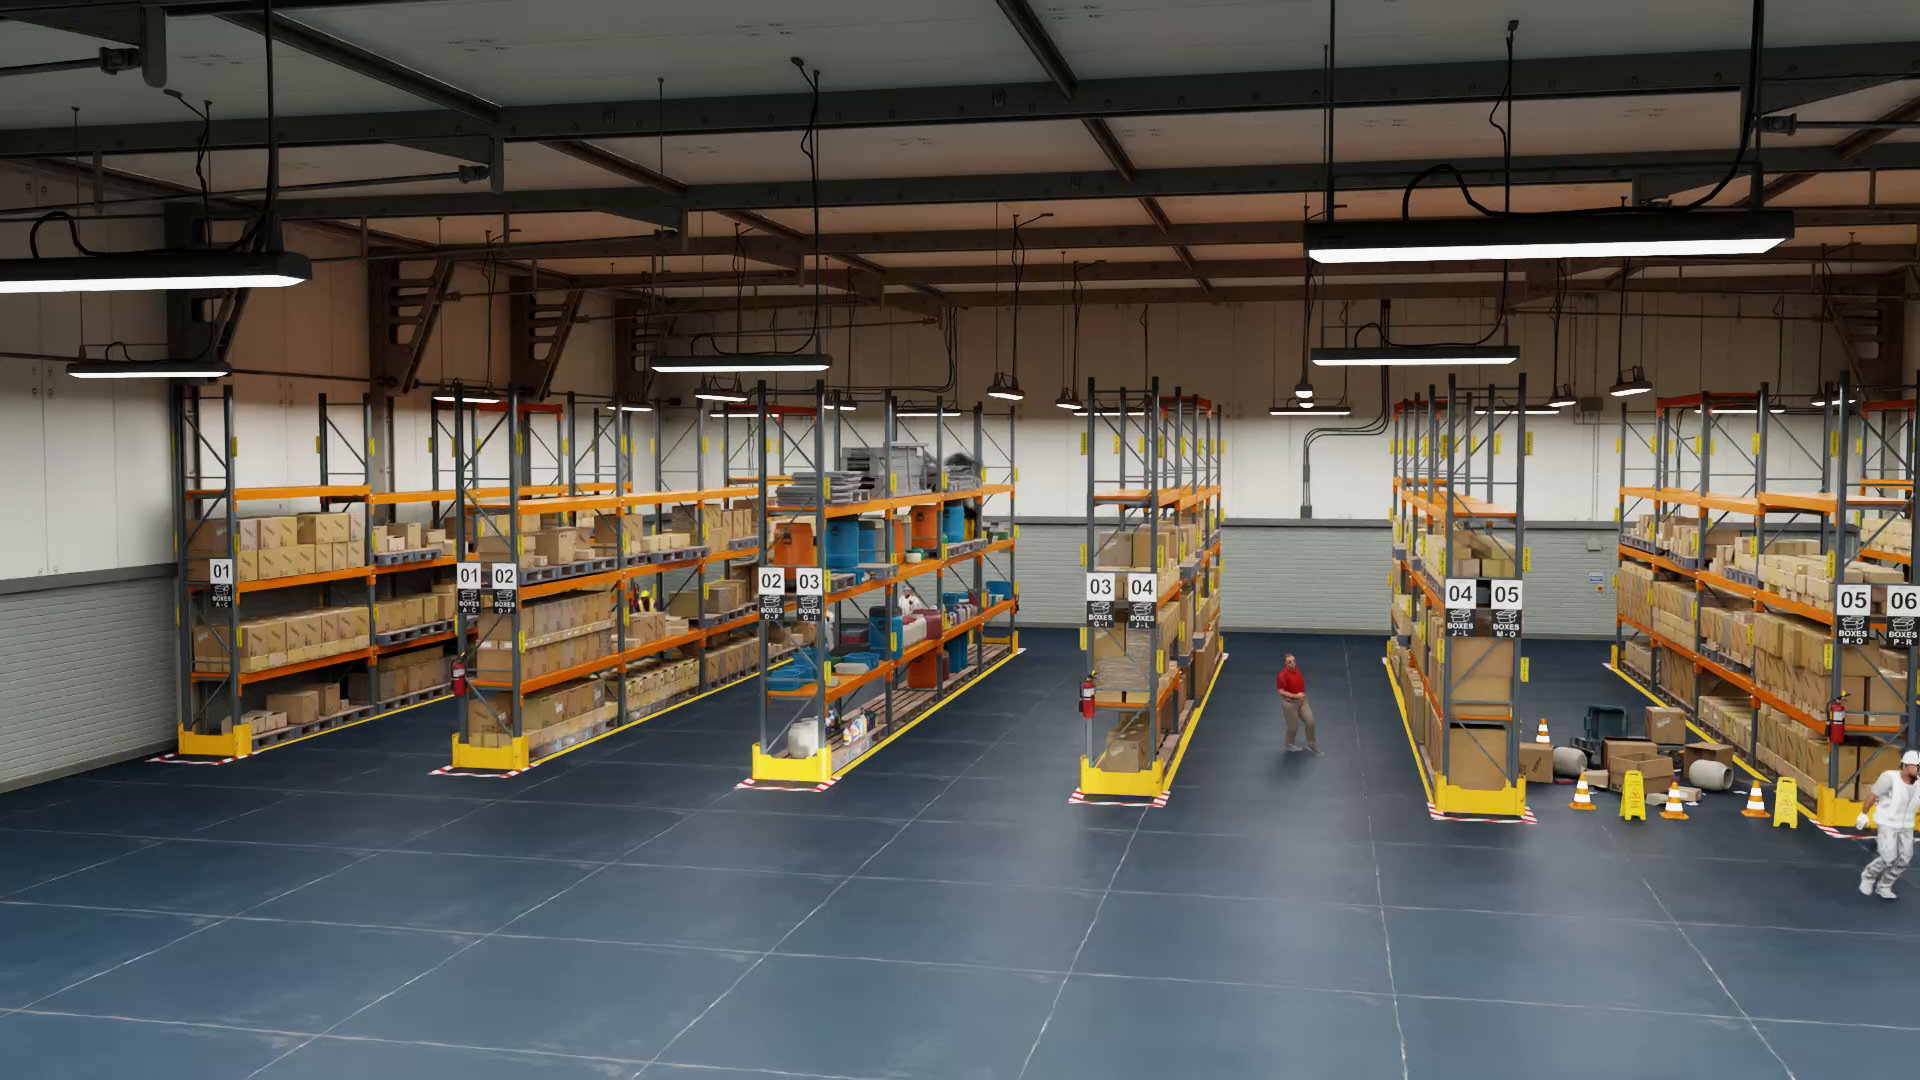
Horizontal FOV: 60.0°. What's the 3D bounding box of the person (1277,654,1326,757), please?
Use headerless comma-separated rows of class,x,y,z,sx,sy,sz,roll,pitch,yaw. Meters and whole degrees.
person,5.426,2.681,26.945,0.857,1.721,0.682,-2,4,-32

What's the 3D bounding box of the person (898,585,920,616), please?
person,-1.257,1.919,39.296,0.654,1.746,0.659,1,3,20

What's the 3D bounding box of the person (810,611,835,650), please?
person,-3.042,2.151,37.193,0.600,1.558,0.715,0,3,-3

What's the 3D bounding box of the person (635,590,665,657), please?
person,-7.395,1.978,39.647,0.708,1.614,0.882,-1,3,-12

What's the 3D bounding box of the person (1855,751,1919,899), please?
person,10.275,3.122,18.209,0.668,1.684,0.650,0,3,-6
